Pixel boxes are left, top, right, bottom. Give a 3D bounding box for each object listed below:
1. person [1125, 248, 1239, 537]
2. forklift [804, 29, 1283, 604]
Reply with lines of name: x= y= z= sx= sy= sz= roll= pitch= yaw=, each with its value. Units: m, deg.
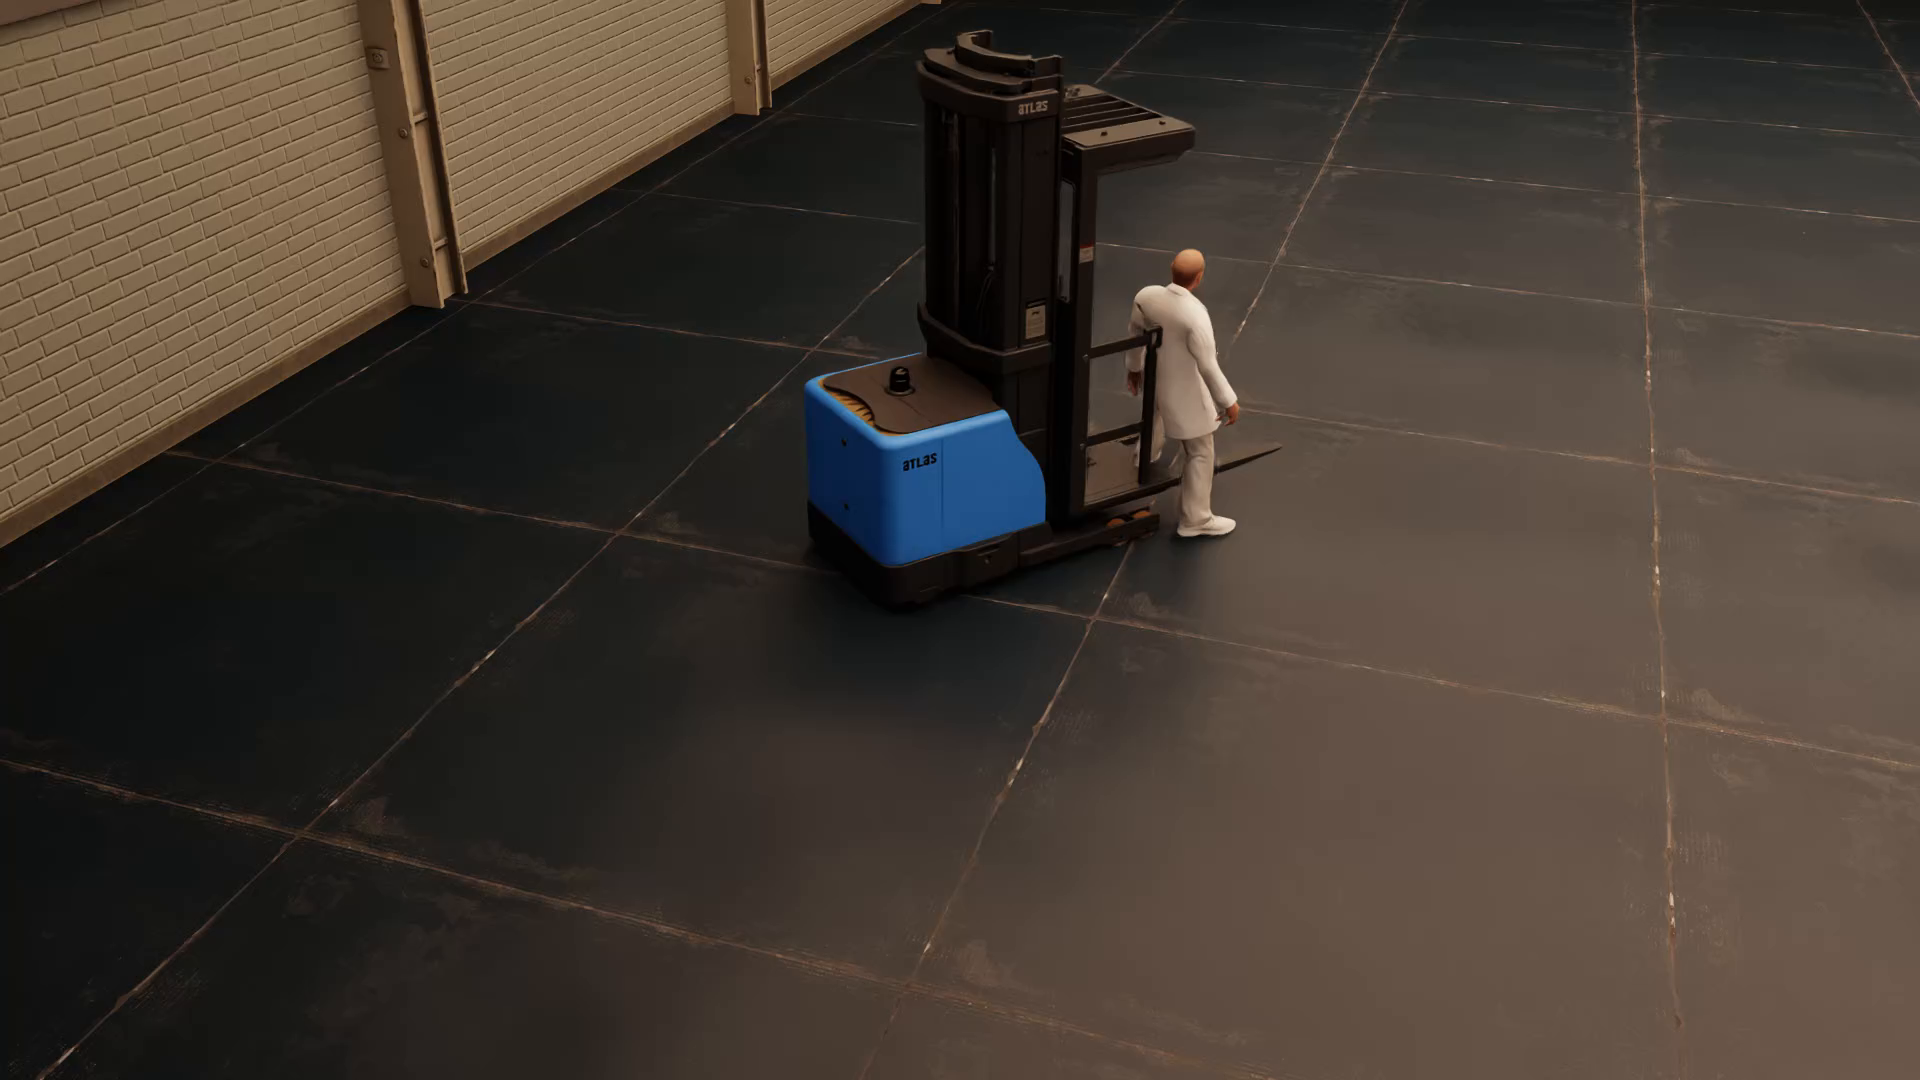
person: x=1.361 y=-0.909 z=9.906 sx=0.534 sy=1.771 sz=0.791 roll=-22 pitch=37 yaw=-34
forklift: x=0.618 y=-1.441 z=9.665 sx=3.031 sy=2.935 sz=1.130 roll=-17 pitch=34 yaw=-27
